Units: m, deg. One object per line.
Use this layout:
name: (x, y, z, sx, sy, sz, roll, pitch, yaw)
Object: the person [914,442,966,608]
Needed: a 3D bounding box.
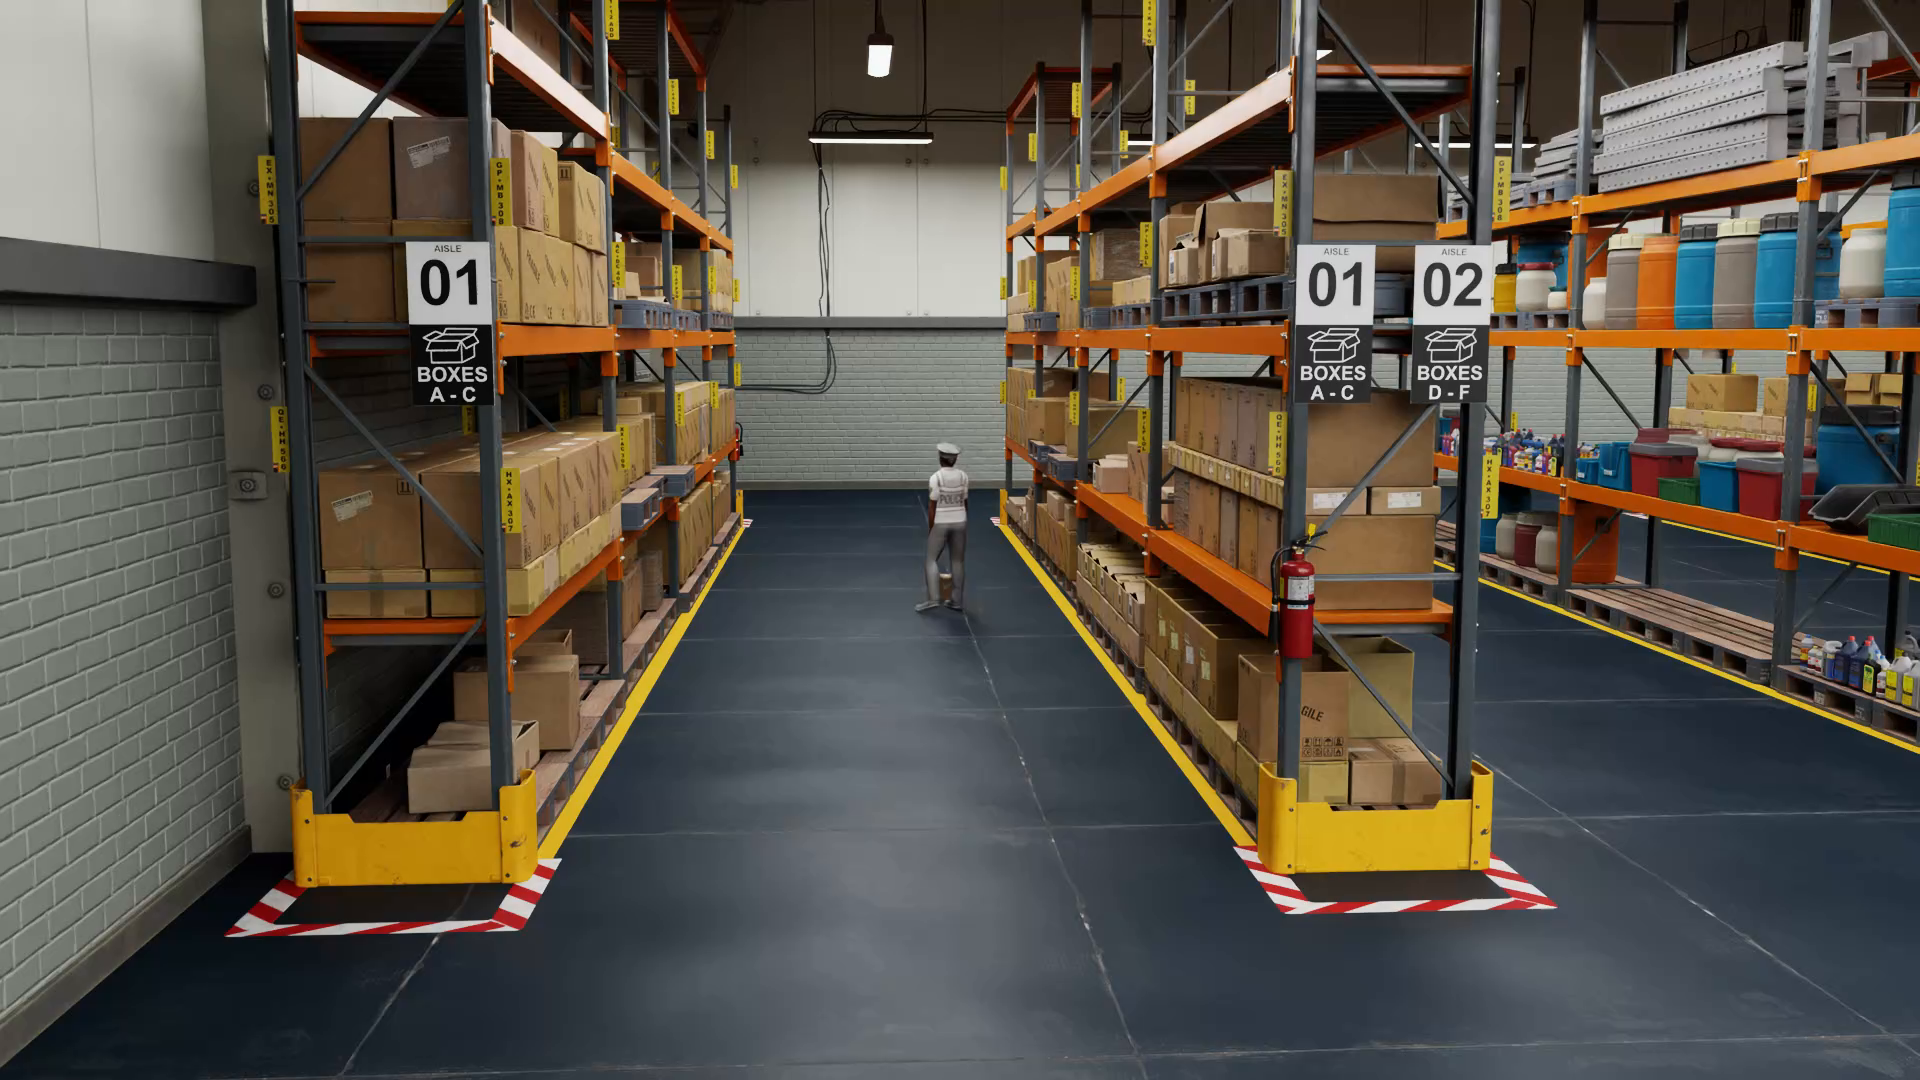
person: (-0.199, -0.147, 16.805, 0.537, 1.686, 0.359, -2, 7, -15)
